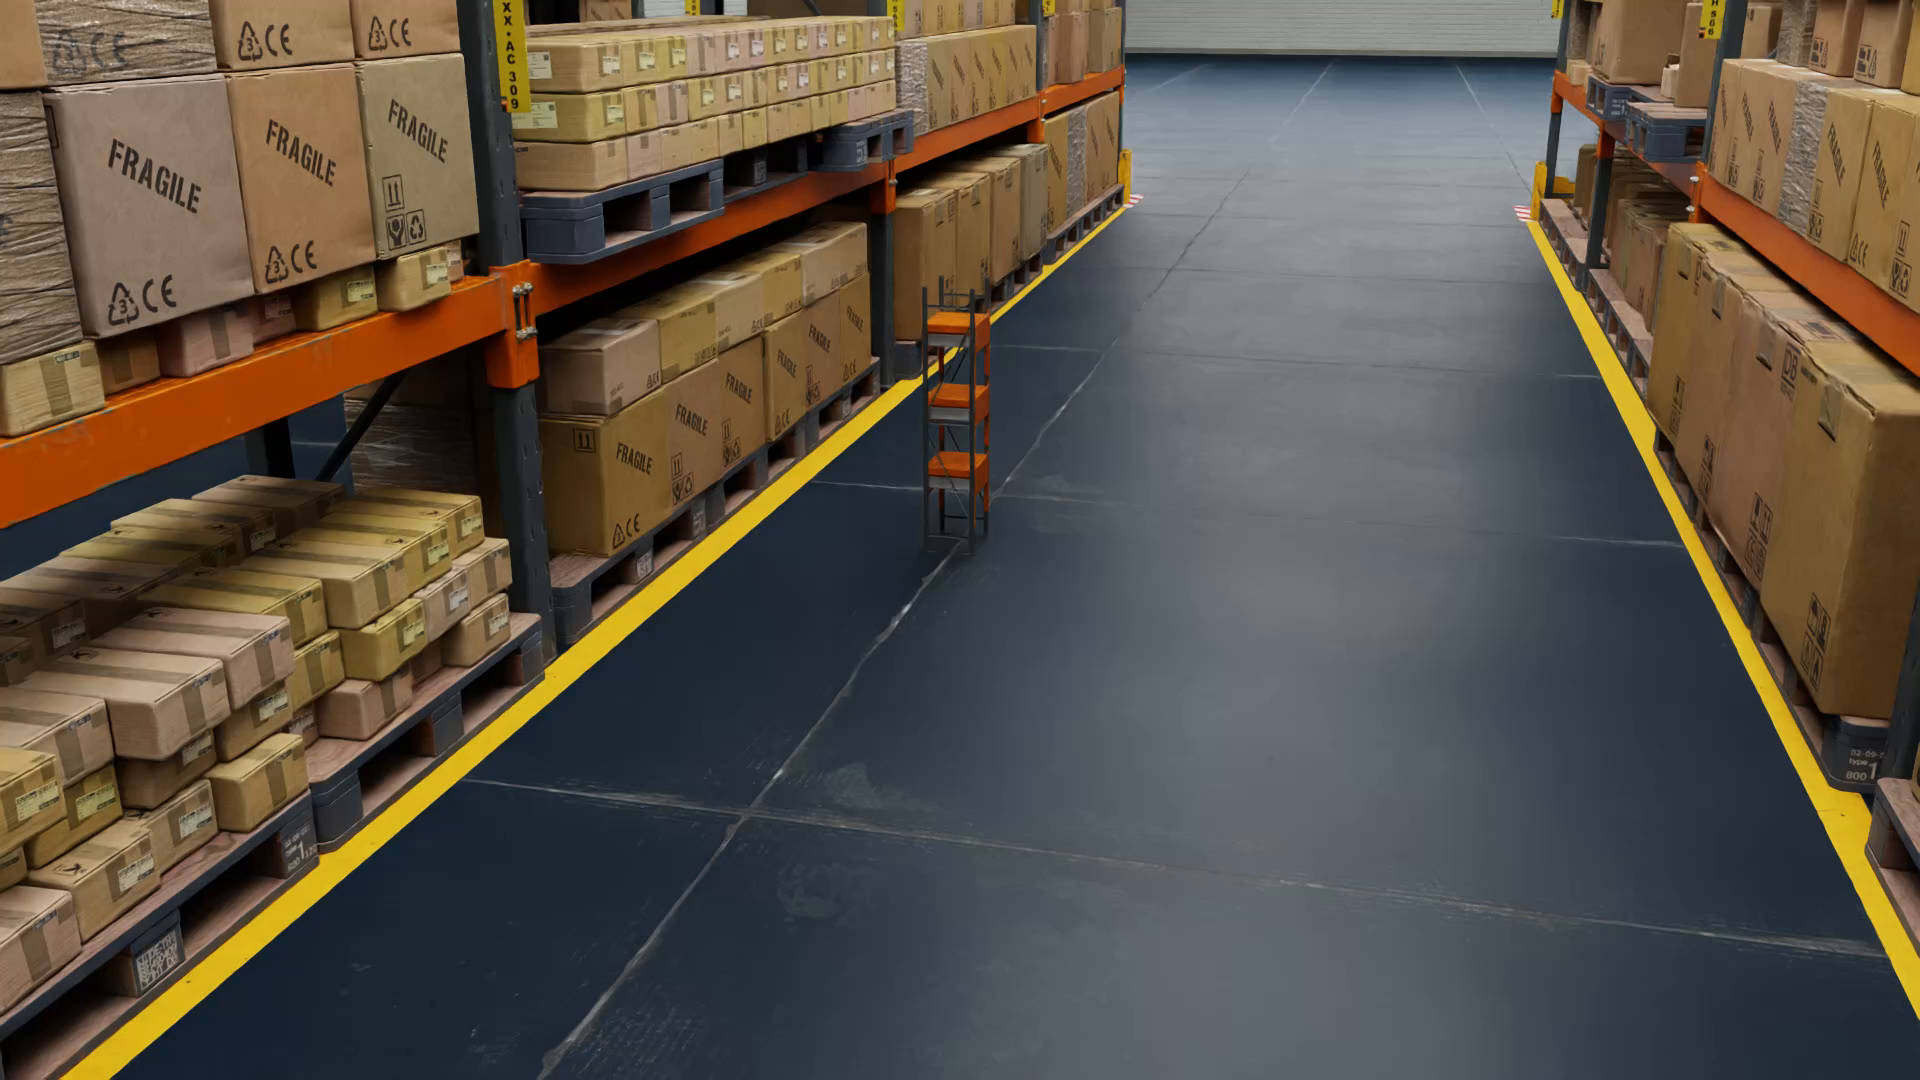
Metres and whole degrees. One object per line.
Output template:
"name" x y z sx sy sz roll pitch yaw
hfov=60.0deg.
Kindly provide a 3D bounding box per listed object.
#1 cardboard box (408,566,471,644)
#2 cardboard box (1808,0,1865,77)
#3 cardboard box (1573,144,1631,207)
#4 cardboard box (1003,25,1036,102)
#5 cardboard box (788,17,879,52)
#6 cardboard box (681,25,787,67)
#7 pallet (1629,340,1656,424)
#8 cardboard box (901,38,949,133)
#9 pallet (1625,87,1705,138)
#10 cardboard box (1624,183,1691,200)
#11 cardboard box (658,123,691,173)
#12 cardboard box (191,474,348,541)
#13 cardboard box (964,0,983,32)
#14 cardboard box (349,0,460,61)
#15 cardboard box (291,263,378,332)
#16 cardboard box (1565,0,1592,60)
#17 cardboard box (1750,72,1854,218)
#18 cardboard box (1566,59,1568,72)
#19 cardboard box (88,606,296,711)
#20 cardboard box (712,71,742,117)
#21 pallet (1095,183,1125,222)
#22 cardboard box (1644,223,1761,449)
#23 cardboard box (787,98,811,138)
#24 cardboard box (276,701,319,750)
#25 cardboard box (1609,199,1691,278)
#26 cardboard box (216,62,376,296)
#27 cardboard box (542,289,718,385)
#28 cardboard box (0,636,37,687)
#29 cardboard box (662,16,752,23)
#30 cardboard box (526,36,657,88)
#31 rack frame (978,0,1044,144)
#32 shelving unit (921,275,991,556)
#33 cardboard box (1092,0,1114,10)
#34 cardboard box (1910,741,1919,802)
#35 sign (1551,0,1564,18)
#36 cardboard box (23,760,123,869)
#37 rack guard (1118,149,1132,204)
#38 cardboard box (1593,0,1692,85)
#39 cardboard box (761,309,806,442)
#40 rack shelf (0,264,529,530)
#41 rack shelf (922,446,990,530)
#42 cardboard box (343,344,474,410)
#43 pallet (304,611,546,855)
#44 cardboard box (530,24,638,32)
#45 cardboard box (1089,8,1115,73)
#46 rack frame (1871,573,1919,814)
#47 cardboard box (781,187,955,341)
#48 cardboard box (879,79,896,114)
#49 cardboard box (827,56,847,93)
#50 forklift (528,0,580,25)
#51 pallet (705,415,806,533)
"cardboard box" -1.659 0.175 4.836 0.380 0.149 0.250 4 19 11
"cardboard box" 3.570 -1.965 6.093 0.797 0.503 0.637 5 20 15
"cardboard box" 5.712 -3.204 14.644 0.500 0.500 0.500 9 21 23
"cardboard box" 0.250 -3.414 11.889 0.500 0.500 0.500 5 19 13
"cardboard box" -0.598 -2.391 7.866 0.380 0.149 0.250 4 19 13
"cardboard box" -0.917 -1.983 6.671 0.380 0.149 0.250 5 20 15
"pallet" 4.118 -0.800 8.703 1.003 0.211 1.213 5 19 13
"cardboard box" -0.366 -2.624 9.576 0.500 0.500 0.500 4 19 13
"pallet" 4.370 -2.408 9.393 1.003 0.211 1.213 5 19 13
"cardboard box" 5.040 -2.267 11.900 0.500 0.500 0.500 4 19 12
"cardboard box" -1.167 -1.377 5.817 0.380 0.149 0.250 5 19 14
"cardboard box" -2.121 -0.084 5.133 0.380 0.149 0.250 5 20 16
"cardboard box" -0.245 -3.596 10.875 0.700 0.500 0.500 5 19 14
"cardboard box" -1.689 -1.537 4.385 0.500 0.500 0.500 4 19 11
"cardboard box" -1.760 -0.649 4.336 0.380 0.149 0.250 5 20 16
"cardboard box" 5.720 -4.400 14.314 0.875 0.500 0.500 5 19 13
"cardboard box" 3.298 -1.469 6.192 0.500 0.500 0.500 4 19 12
"cardboard box" 5.580 -4.193 14.711 0.380 0.149 0.250 5 19 13
"cardboard box" -1.864 0.286 4.051 0.380 0.149 0.250 4 19 11
"cardboard box" -1.043 -1.681 6.246 0.380 0.149 0.250 5 20 16
"pallet" 0.976 -3.229 15.815 1.003 0.211 1.213 5 19 13
"cardboard box" 3.737 -0.853 7.183 1.225 0.875 0.875 4 19 11
"cardboard box" -0.852 -1.785 7.013 0.380 0.149 0.250 5 20 15
"cardboard box" -1.930 0.492 4.369 0.380 0.149 0.250 4 19 12
"cardboard box" 4.732 -1.963 10.981 0.700 0.500 0.500 3 19 9
"cardboard box" -1.809 -0.896 4.055 0.500 0.500 0.500 4 19 12
"cardboard box" -1.272 -0.793 6.426 0.500 0.250 0.500 5 20 15
"cardboard box" -2.430 0.330 3.922 0.380 0.149 0.250 4 19 11
"cardboard box" -1.223 -2.446 8.025 0.380 0.149 0.250 4 19 12
"cardboard box" -1.232 -1.581 5.494 0.380 0.149 0.250 5 20 15
"rack frame" 0.118 -3.552 12.446 1.000 3.000 0.127 5 19 13
"shelving unit" -0.013 -0.480 6.469 0.215 1.050 0.252 5 19 13
"cardboard box" 0.922 -5.095 15.060 0.875 0.550 0.550 5 19 13
"cardboard box" 2.710 0.386 3.553 0.875 0.875 0.875 5 19 13
"sign" 5.354 -4.835 14.862 0.100 0.325 0.005 5 19 13
"cardboard box" -2.099 0.575 3.663 0.380 0.149 0.250 6 20 16
"rack guard" 1.101 -3.630 16.542 1.175 0.500 0.348 5 19 13
"cardboard box" 4.573 -3.373 10.345 1.000 1.000 1.000 5 19 14
"cardboard box" -1.010 -0.758 7.482 0.500 0.500 0.500 4 19 11
"rack shelf" -2.325 -0.077 3.386 1.077 0.370 4.000 5 19 13
"rack shelf" -0.013 -0.207 6.562 0.215 0.259 0.240 5 19 13
"cardboard box" -1.899 -0.669 6.061 0.500 0.250 0.500 4 19 12
"pallet" -1.966 0.488 4.931 1.003 0.211 1.213 5 19 13
"cardboard box" -1.544 -2.040 6.838 0.380 0.149 0.250 4 19 13
"cardboard box" 0.936 -4.583 15.231 0.875 0.550 0.550 5 19 13
"rack frame" 2.949 -0.621 3.865 1.000 3.000 0.127 5 19 13
"cardboard box" -0.623 -1.616 9.609 1.050 0.750 0.750 4 19 13
"cardboard box" -0.534 -2.187 8.189 0.380 0.149 0.250 5 19 14
"cardboard box" -0.725 -2.083 7.424 0.380 0.149 0.250 5 19 14
"forklift" -2.832 -2.490 9.444 1.130 2.935 3.031 -15 24 -37
"pallet" -1.351 -0.353 7.393 1.003 0.211 1.213 5 19 13
